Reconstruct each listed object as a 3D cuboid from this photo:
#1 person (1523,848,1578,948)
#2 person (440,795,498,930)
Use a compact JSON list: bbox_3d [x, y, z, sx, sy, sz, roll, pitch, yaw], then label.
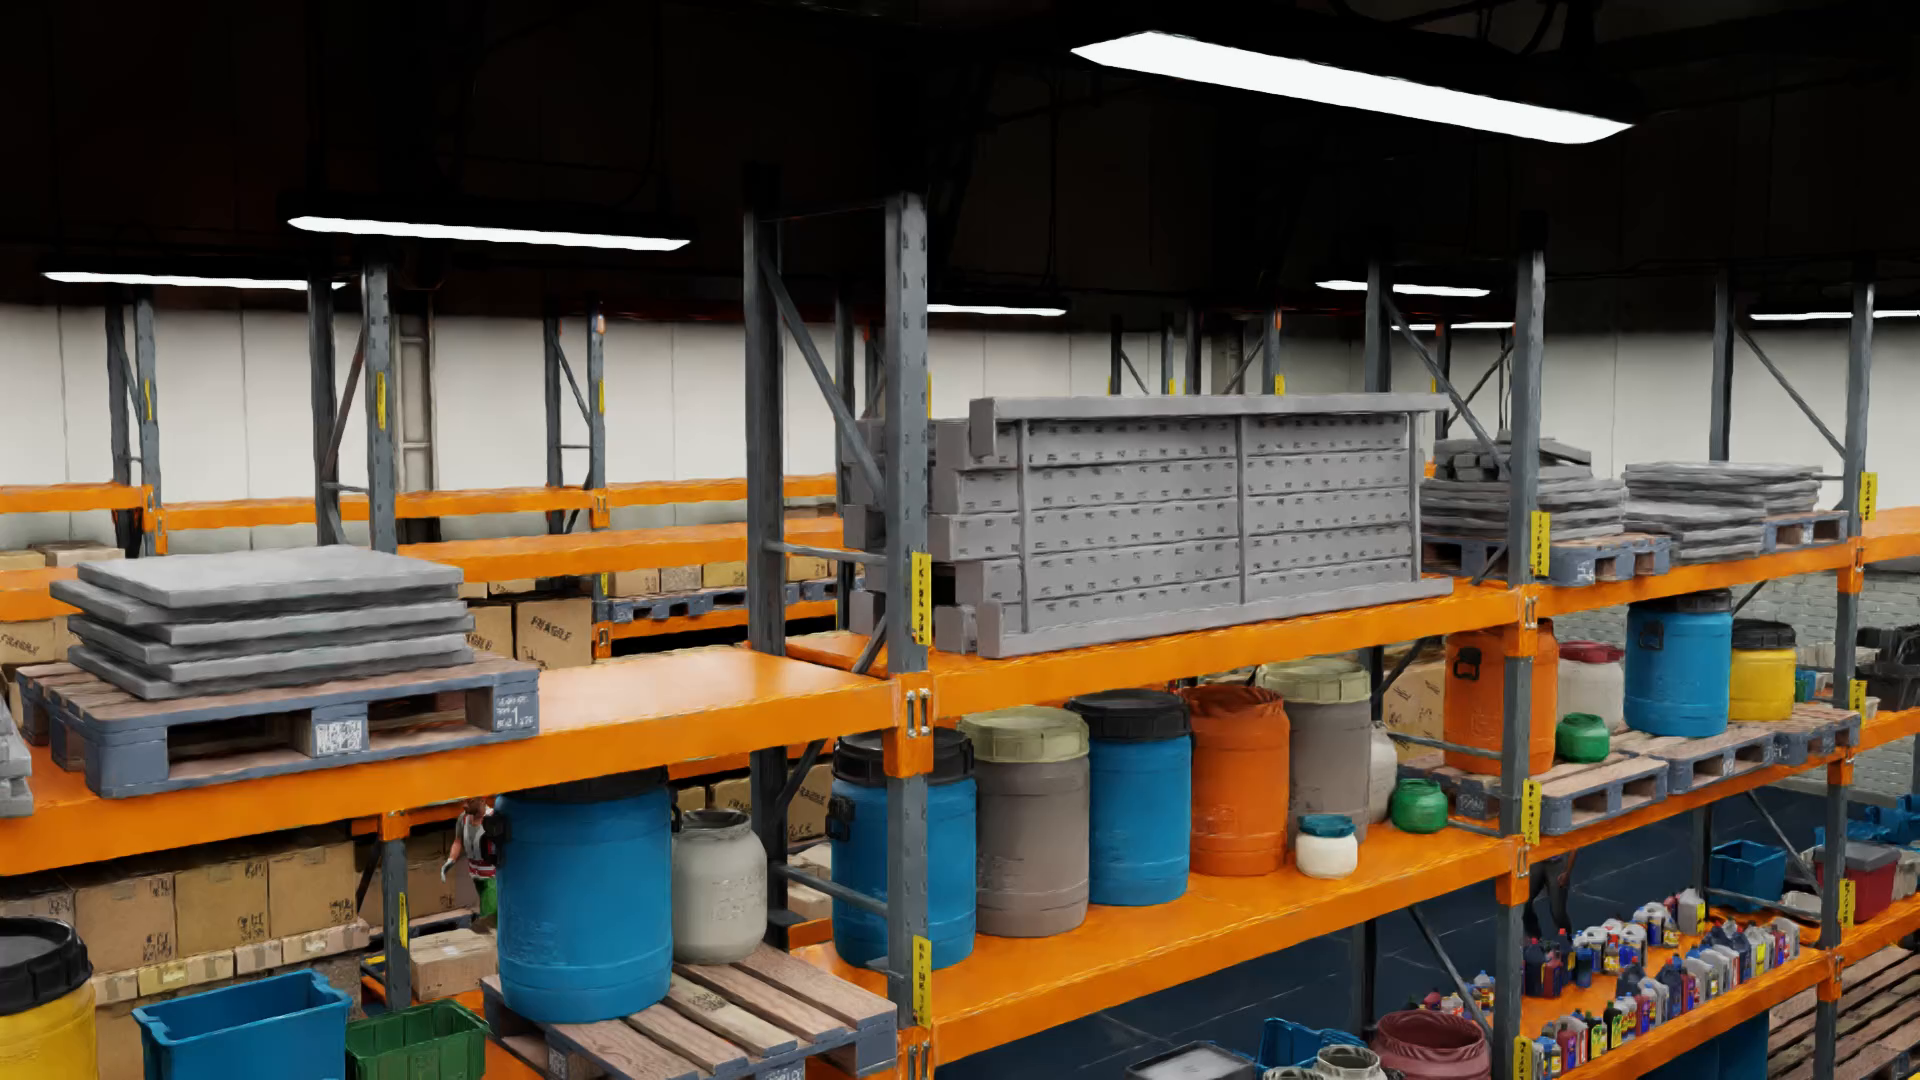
[{"bbox_3d":[5.248,2.942,14.911,0.513,1.604,0.571,-5,7,-42],"label":"person"},{"bbox_3d":[-4.078,2.909,14.471,0.686,1.716,0.838,4,7,34],"label":"person"}]
